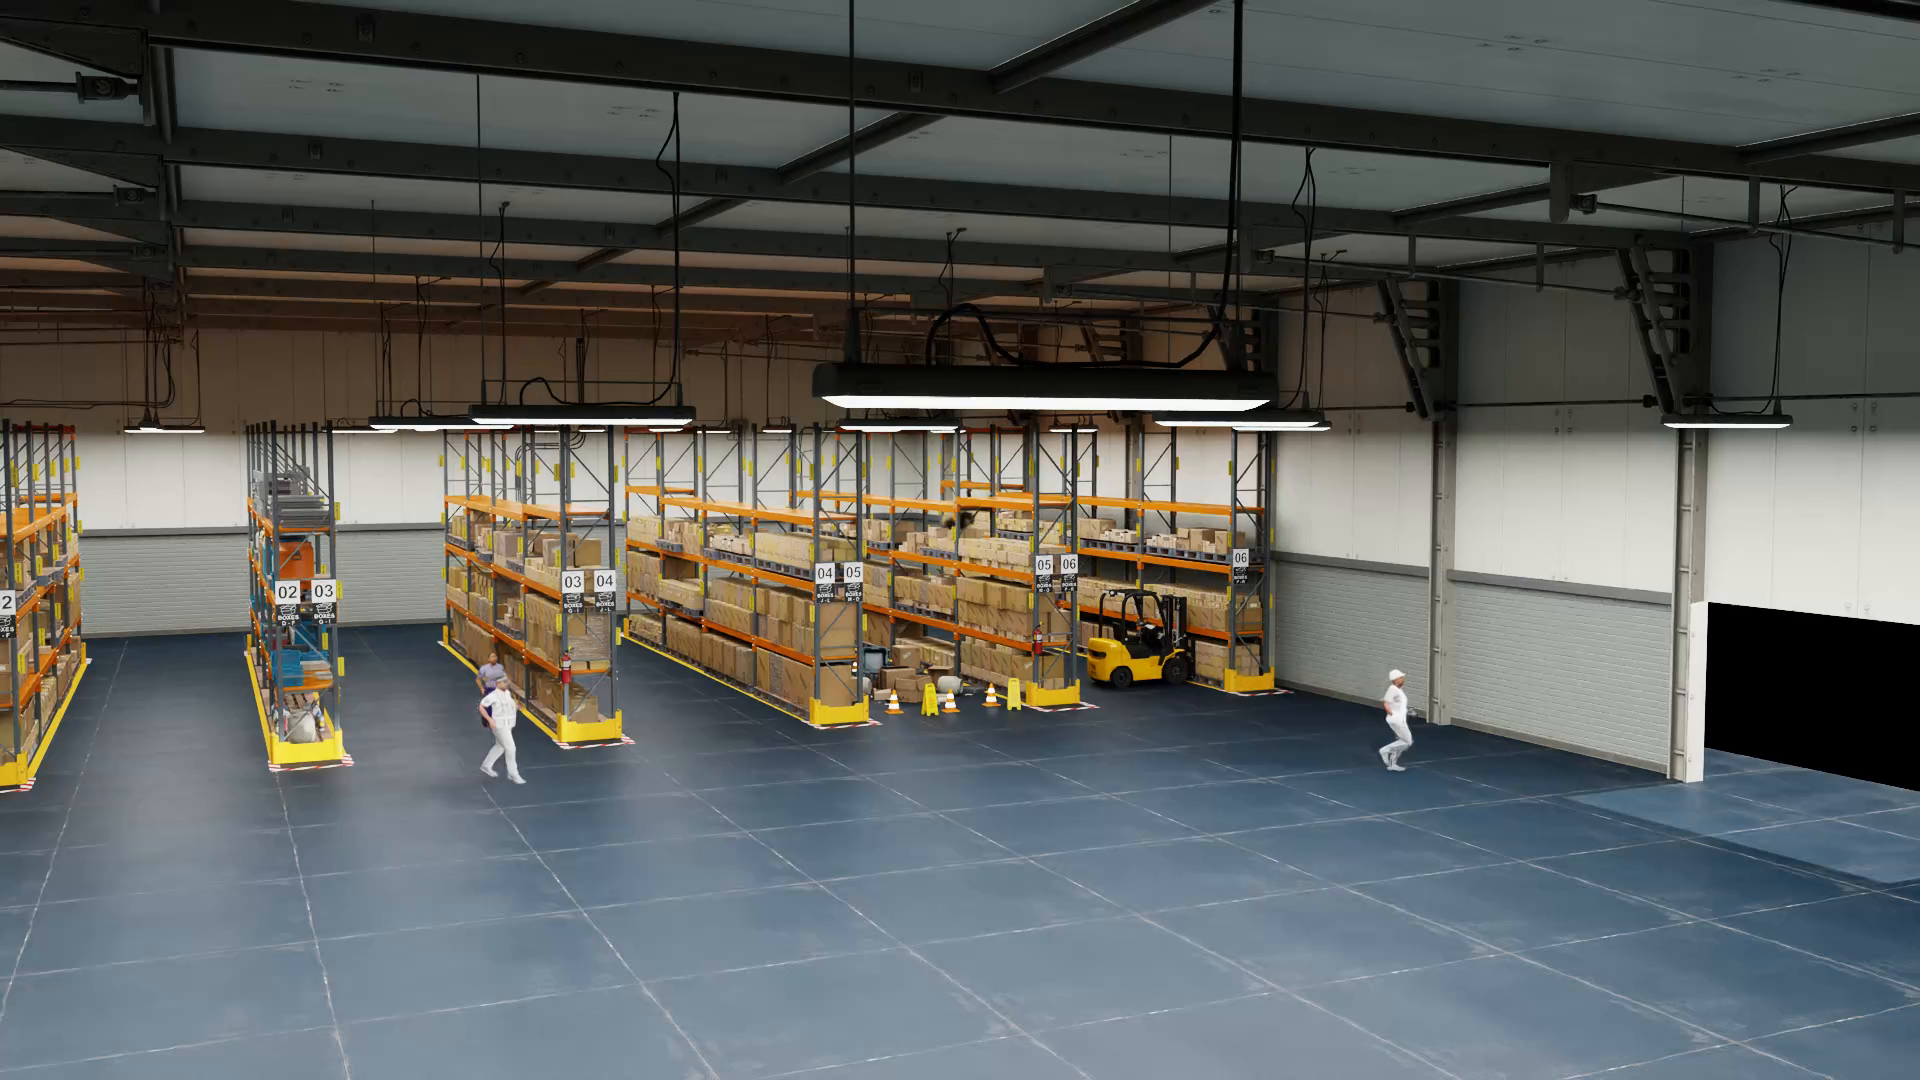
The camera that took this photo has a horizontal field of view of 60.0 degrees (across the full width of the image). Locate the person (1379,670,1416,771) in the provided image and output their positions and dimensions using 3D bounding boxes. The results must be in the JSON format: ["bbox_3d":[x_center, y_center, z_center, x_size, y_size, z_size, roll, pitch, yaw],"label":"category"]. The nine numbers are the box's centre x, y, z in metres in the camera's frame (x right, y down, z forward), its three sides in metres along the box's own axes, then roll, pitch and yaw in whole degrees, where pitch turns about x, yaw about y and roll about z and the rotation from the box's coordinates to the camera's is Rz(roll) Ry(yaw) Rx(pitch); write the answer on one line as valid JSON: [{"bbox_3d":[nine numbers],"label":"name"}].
[{"bbox_3d":[7.473,3.082,28.396,0.596,1.734,0.678,1,4,19],"label":"person"}]

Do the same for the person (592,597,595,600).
[{"bbox_3d":[-9.588,2.068,44.597,0.694,1.747,0.666,-1,4,-17],"label":"person"}]

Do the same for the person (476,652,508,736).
[{"bbox_3d":[-8.954,2.938,31.877,0.609,1.606,0.584,-2,4,-31],"label":"person"}]

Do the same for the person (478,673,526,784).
[{"bbox_3d":[-7.569,3.106,27.511,0.867,1.823,0.633,1,4,9],"label":"person"}]
